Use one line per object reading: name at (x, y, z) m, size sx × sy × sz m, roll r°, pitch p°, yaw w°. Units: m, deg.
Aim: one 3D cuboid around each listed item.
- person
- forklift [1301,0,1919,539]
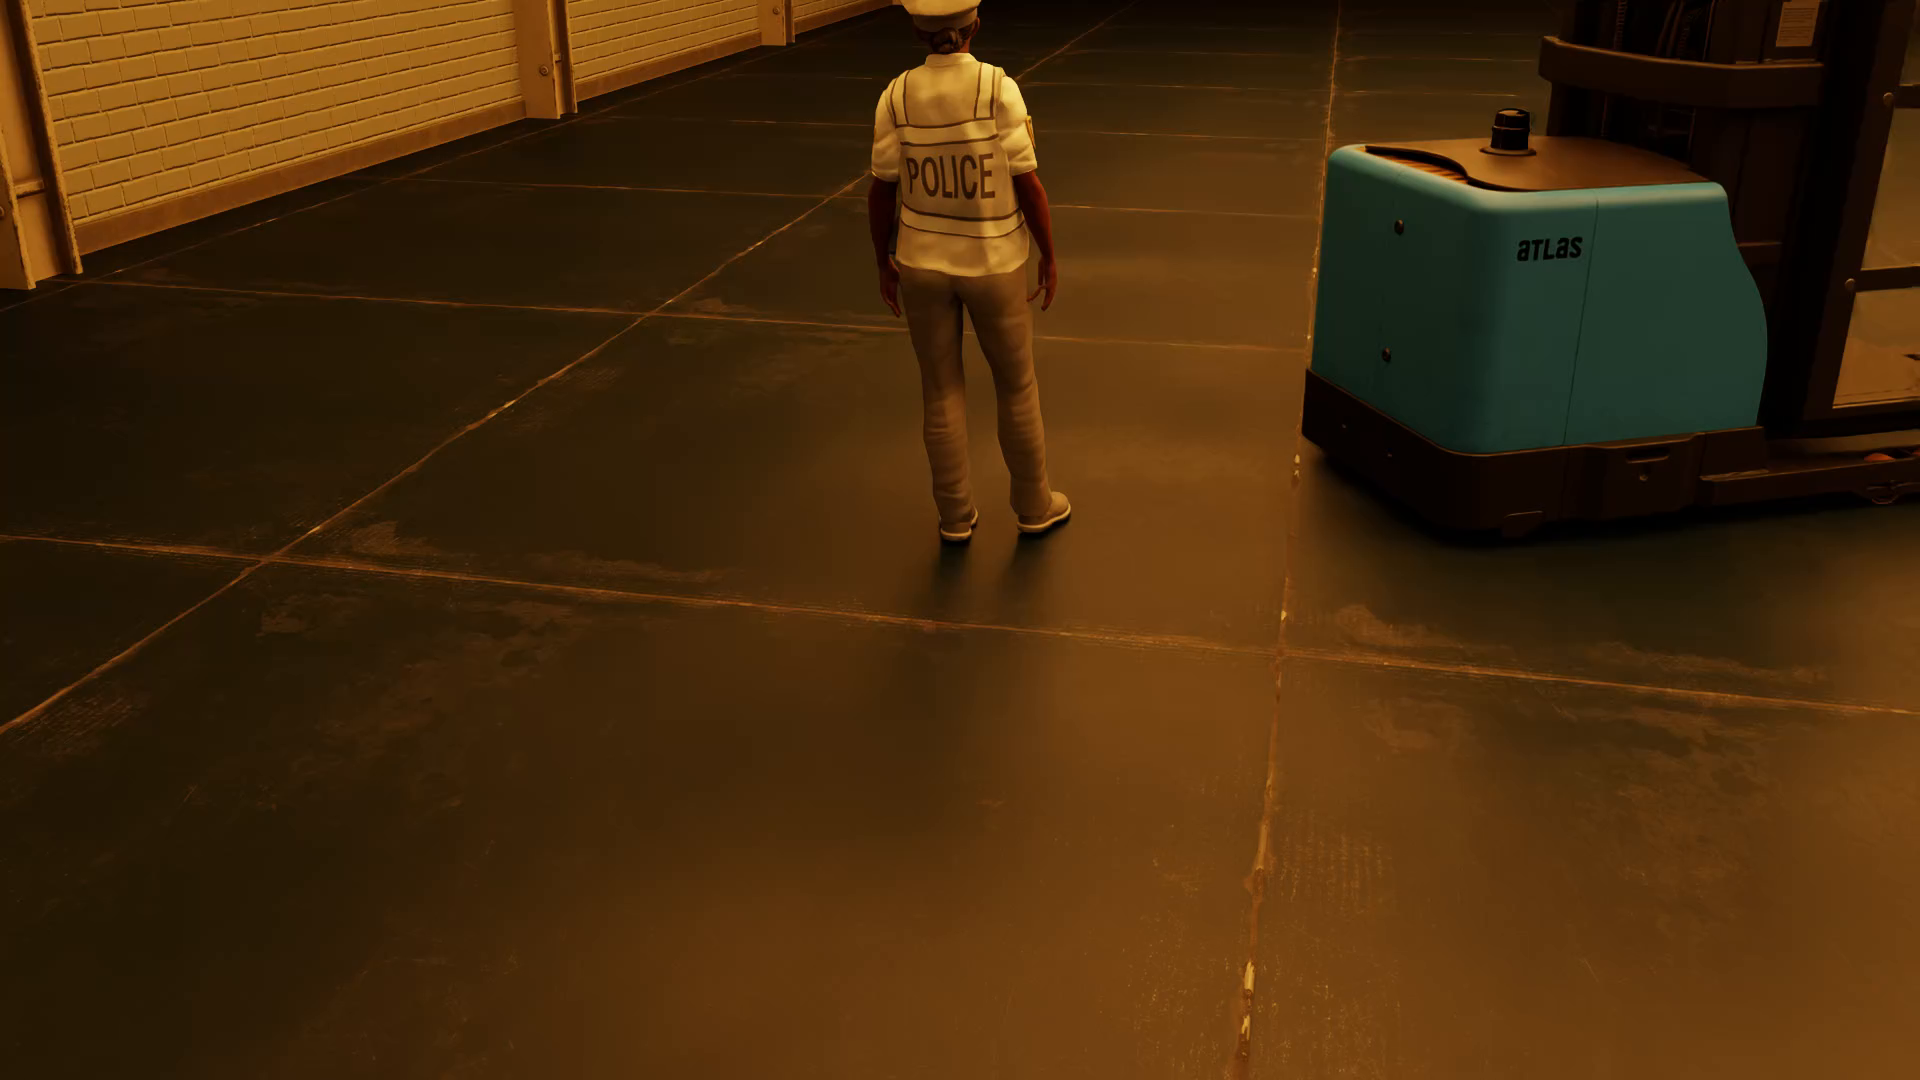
person at (0.035, -0.817, 4.890) m, size 0.570 × 1.695 × 0.530 m, roll 5°, pitch 23°, yaw 11°
forklift at (2.782, -1.657, 5.331) m, size 3.031 × 2.935 × 1.130 m, roll -6°, pitch 23°, yaw -15°
